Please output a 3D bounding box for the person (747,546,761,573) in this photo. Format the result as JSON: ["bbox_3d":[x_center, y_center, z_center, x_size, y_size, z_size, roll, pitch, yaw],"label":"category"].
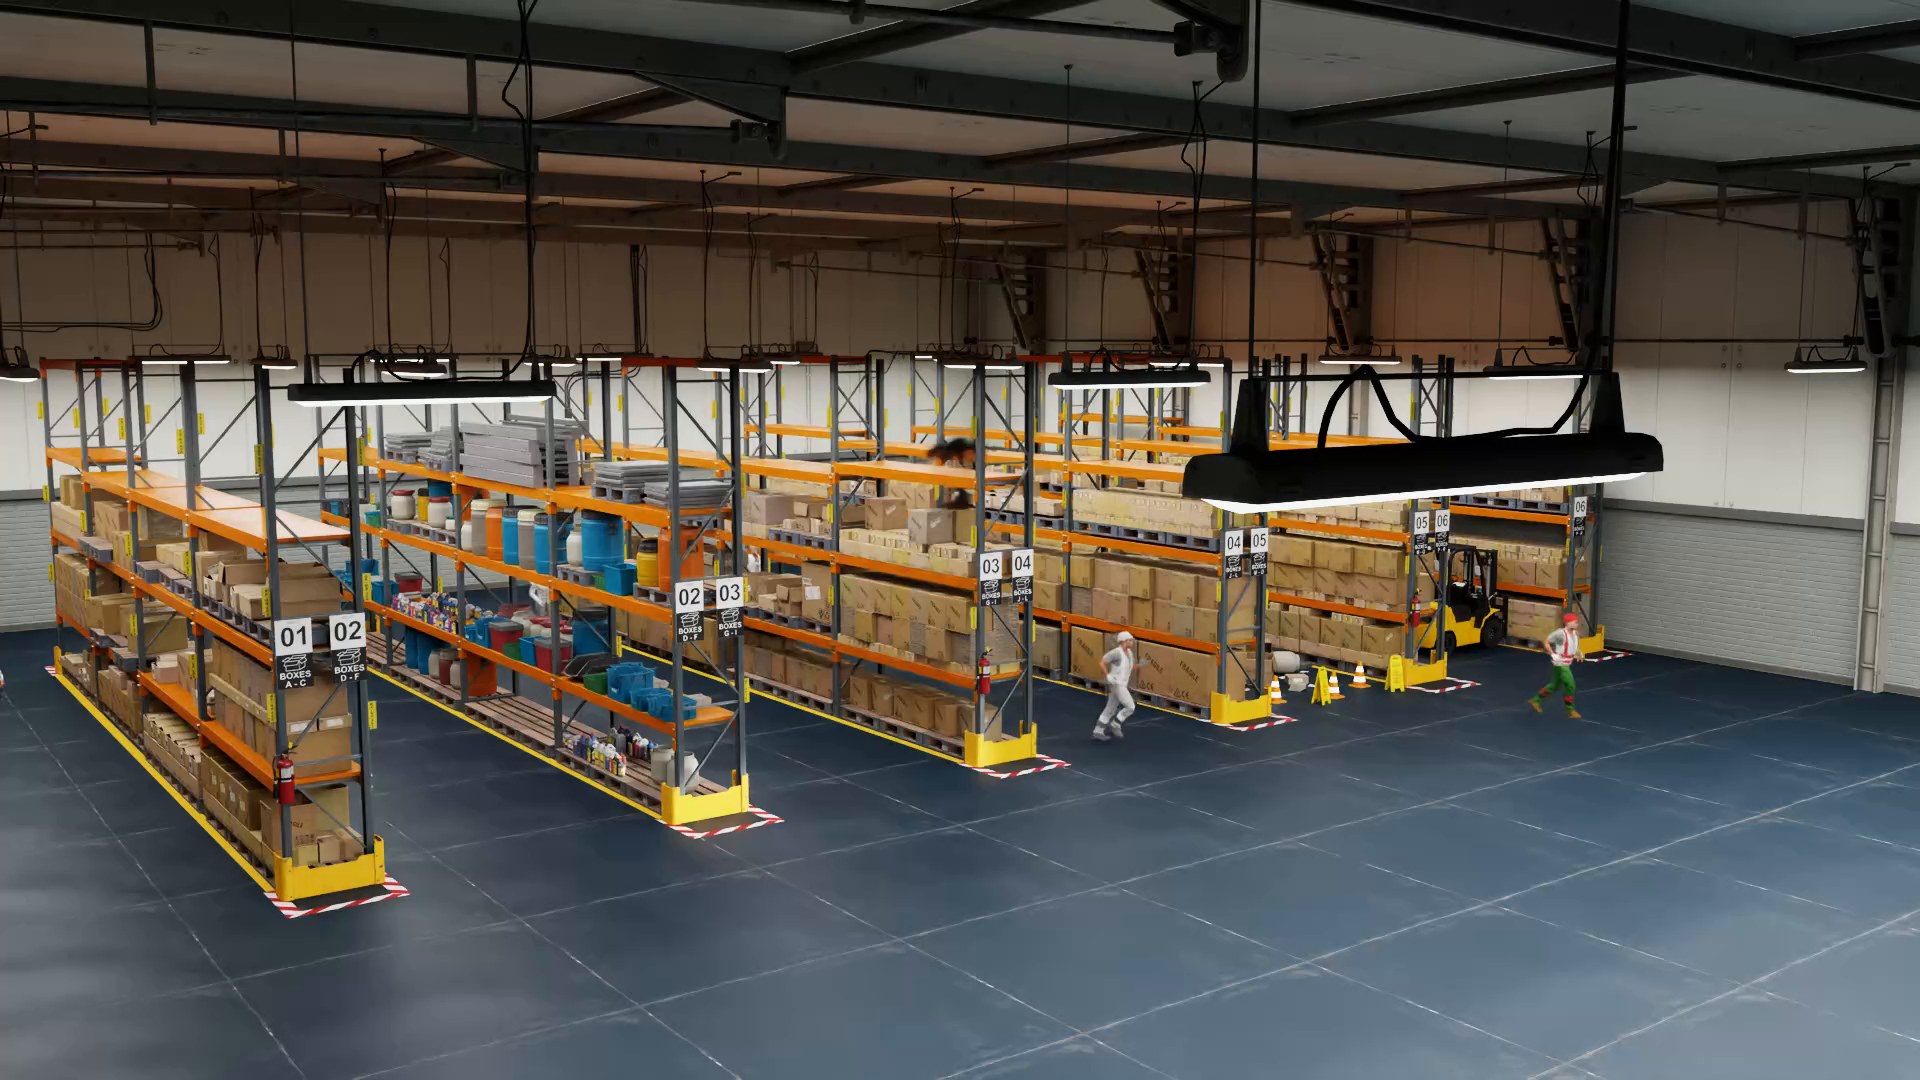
[{"bbox_3d":[-4.623,0.954,37.508,0.680,1.732,0.650,-5,9,-37],"label":"person"}]

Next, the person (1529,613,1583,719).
[{"bbox_3d":[10.094,2.086,28.062,0.863,1.764,0.613,6,9,39],"label":"person"}]

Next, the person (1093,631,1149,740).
[{"bbox_3d":[2.571,2.299,26.406,0.857,1.731,0.571,2,7,17],"label":"person"}]

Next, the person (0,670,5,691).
[{"bbox_3d":[-14.833,2.451,25.249,0.798,1.630,0.581,7,9,44],"label":"person"}]

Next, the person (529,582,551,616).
[{"bbox_3d":[-8.744,1.331,34.938,0.650,1.648,0.529,-6,9,-41],"label":"person"}]
